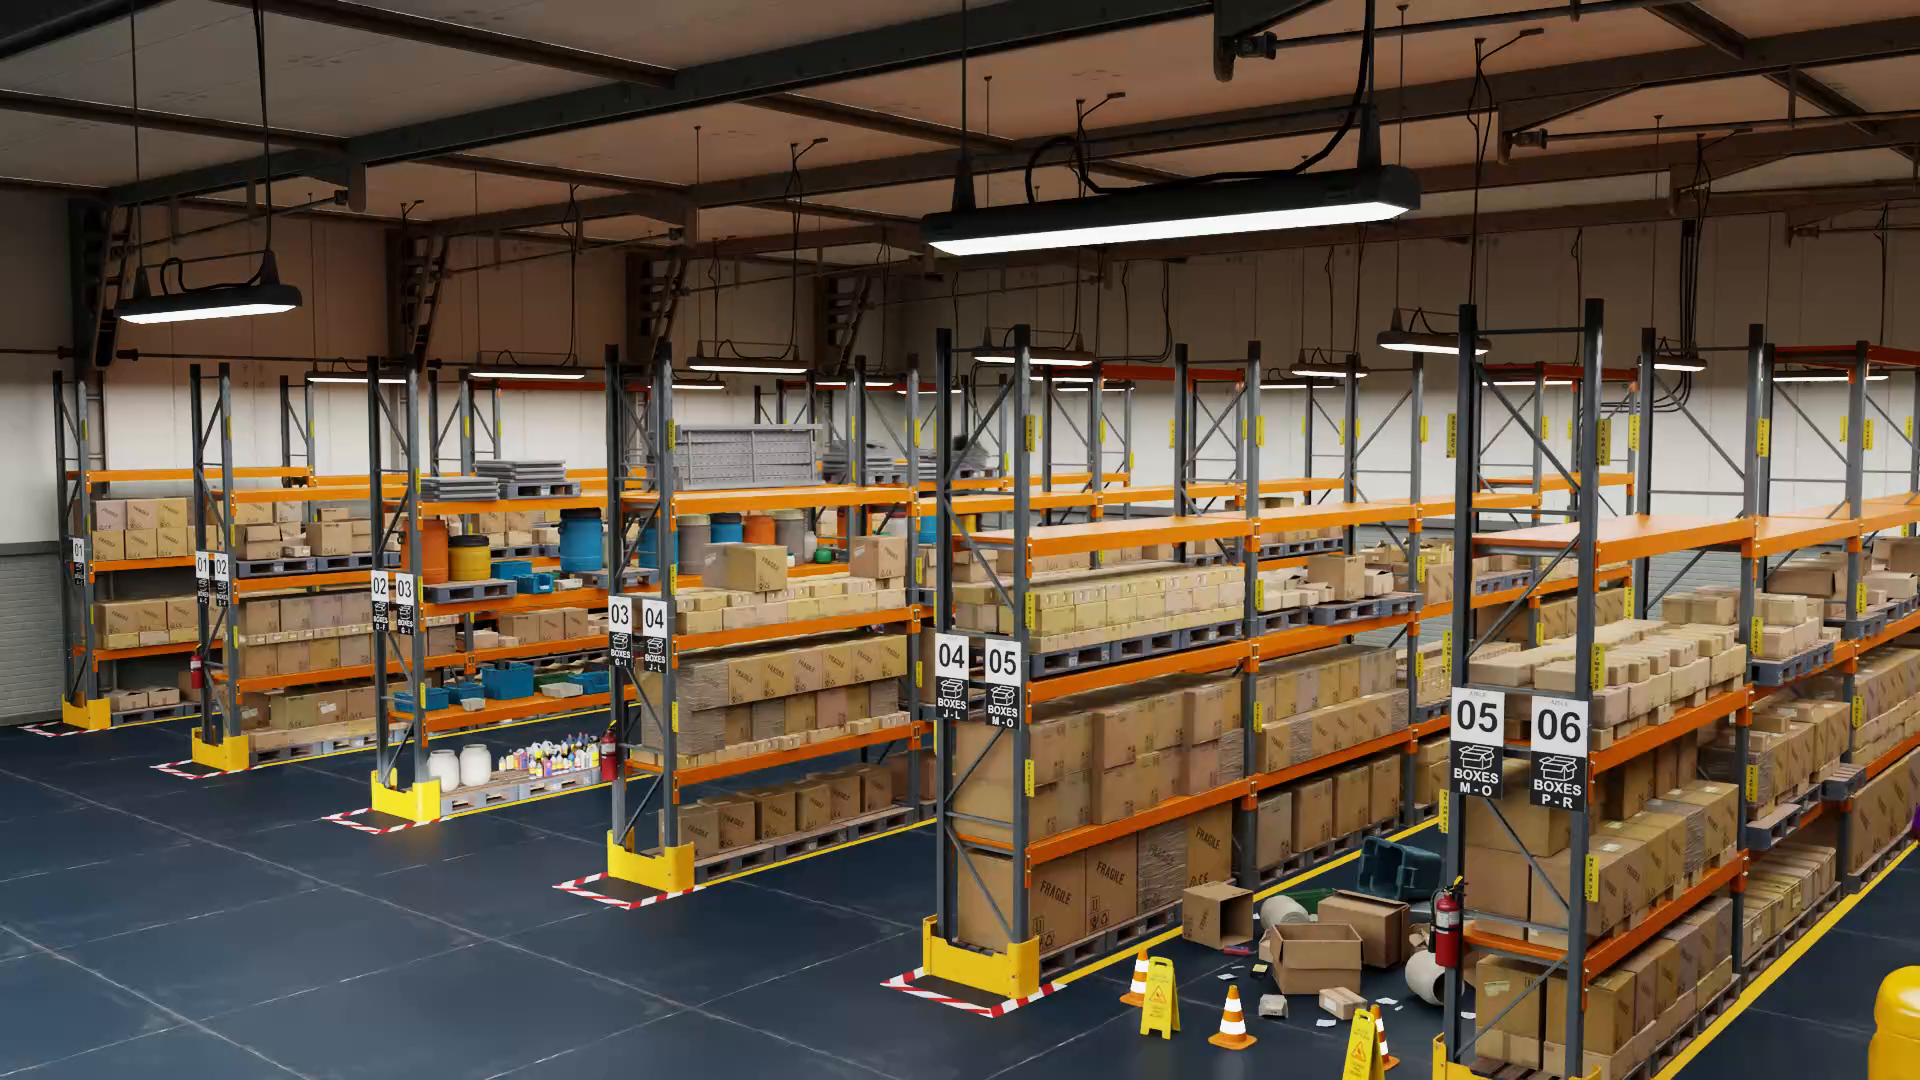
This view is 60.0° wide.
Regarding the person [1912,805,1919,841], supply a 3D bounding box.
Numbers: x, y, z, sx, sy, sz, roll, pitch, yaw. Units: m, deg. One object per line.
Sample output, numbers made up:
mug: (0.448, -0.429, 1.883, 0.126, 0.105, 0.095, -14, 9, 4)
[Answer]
person: (9.692, 3.157, 16.243, 0.704, 1.681, 0.709, 2, 4, 22)
